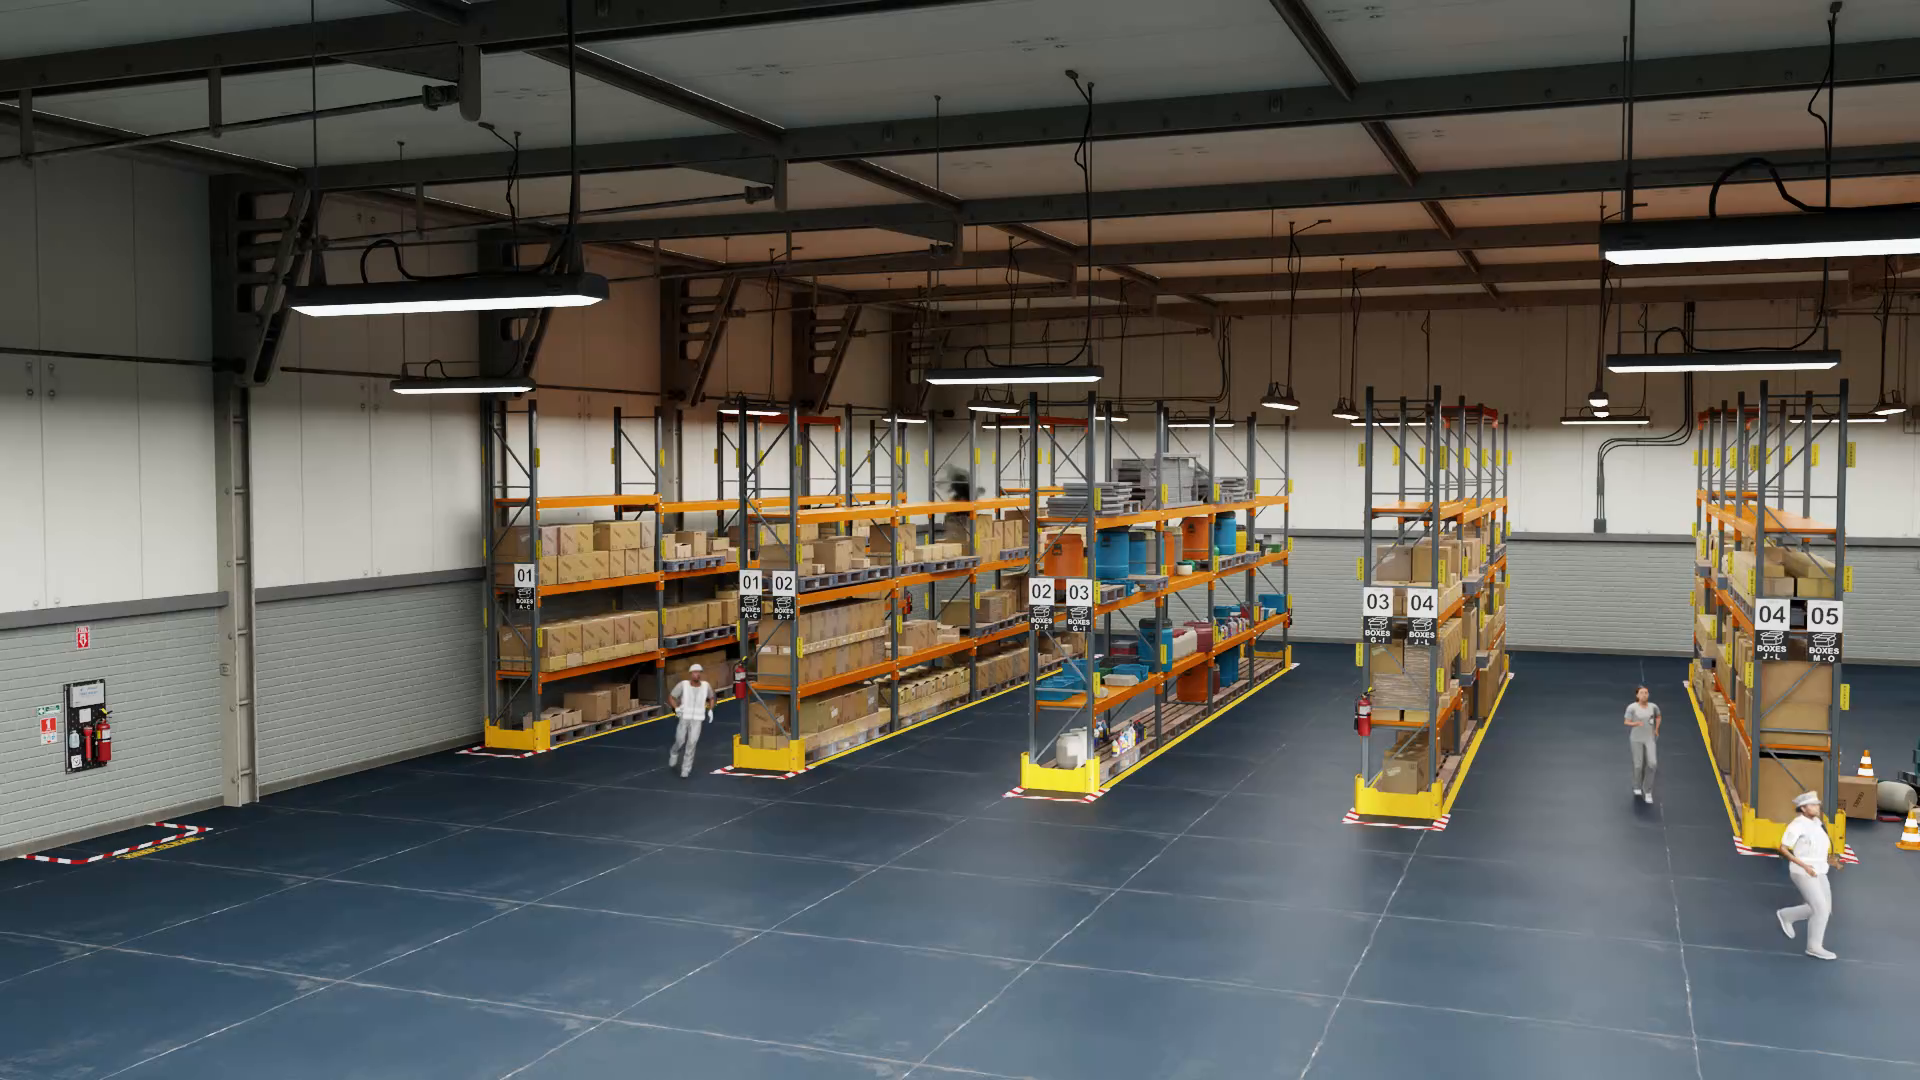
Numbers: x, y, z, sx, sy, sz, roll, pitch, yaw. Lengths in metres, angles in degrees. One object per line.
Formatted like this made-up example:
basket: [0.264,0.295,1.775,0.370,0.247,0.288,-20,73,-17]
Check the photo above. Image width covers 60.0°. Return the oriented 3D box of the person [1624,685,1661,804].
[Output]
person: [9.973,2.971,24.269,0.544,1.705,0.691,1,3,14]

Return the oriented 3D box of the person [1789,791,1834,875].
person: [8.556,2.938,16.742,0.409,0.843,0.343,-2,3,-32]

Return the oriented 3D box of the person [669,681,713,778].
person: [-4.234,2.963,26.299,0.673,1.474,0.904,-1,3,-17]
